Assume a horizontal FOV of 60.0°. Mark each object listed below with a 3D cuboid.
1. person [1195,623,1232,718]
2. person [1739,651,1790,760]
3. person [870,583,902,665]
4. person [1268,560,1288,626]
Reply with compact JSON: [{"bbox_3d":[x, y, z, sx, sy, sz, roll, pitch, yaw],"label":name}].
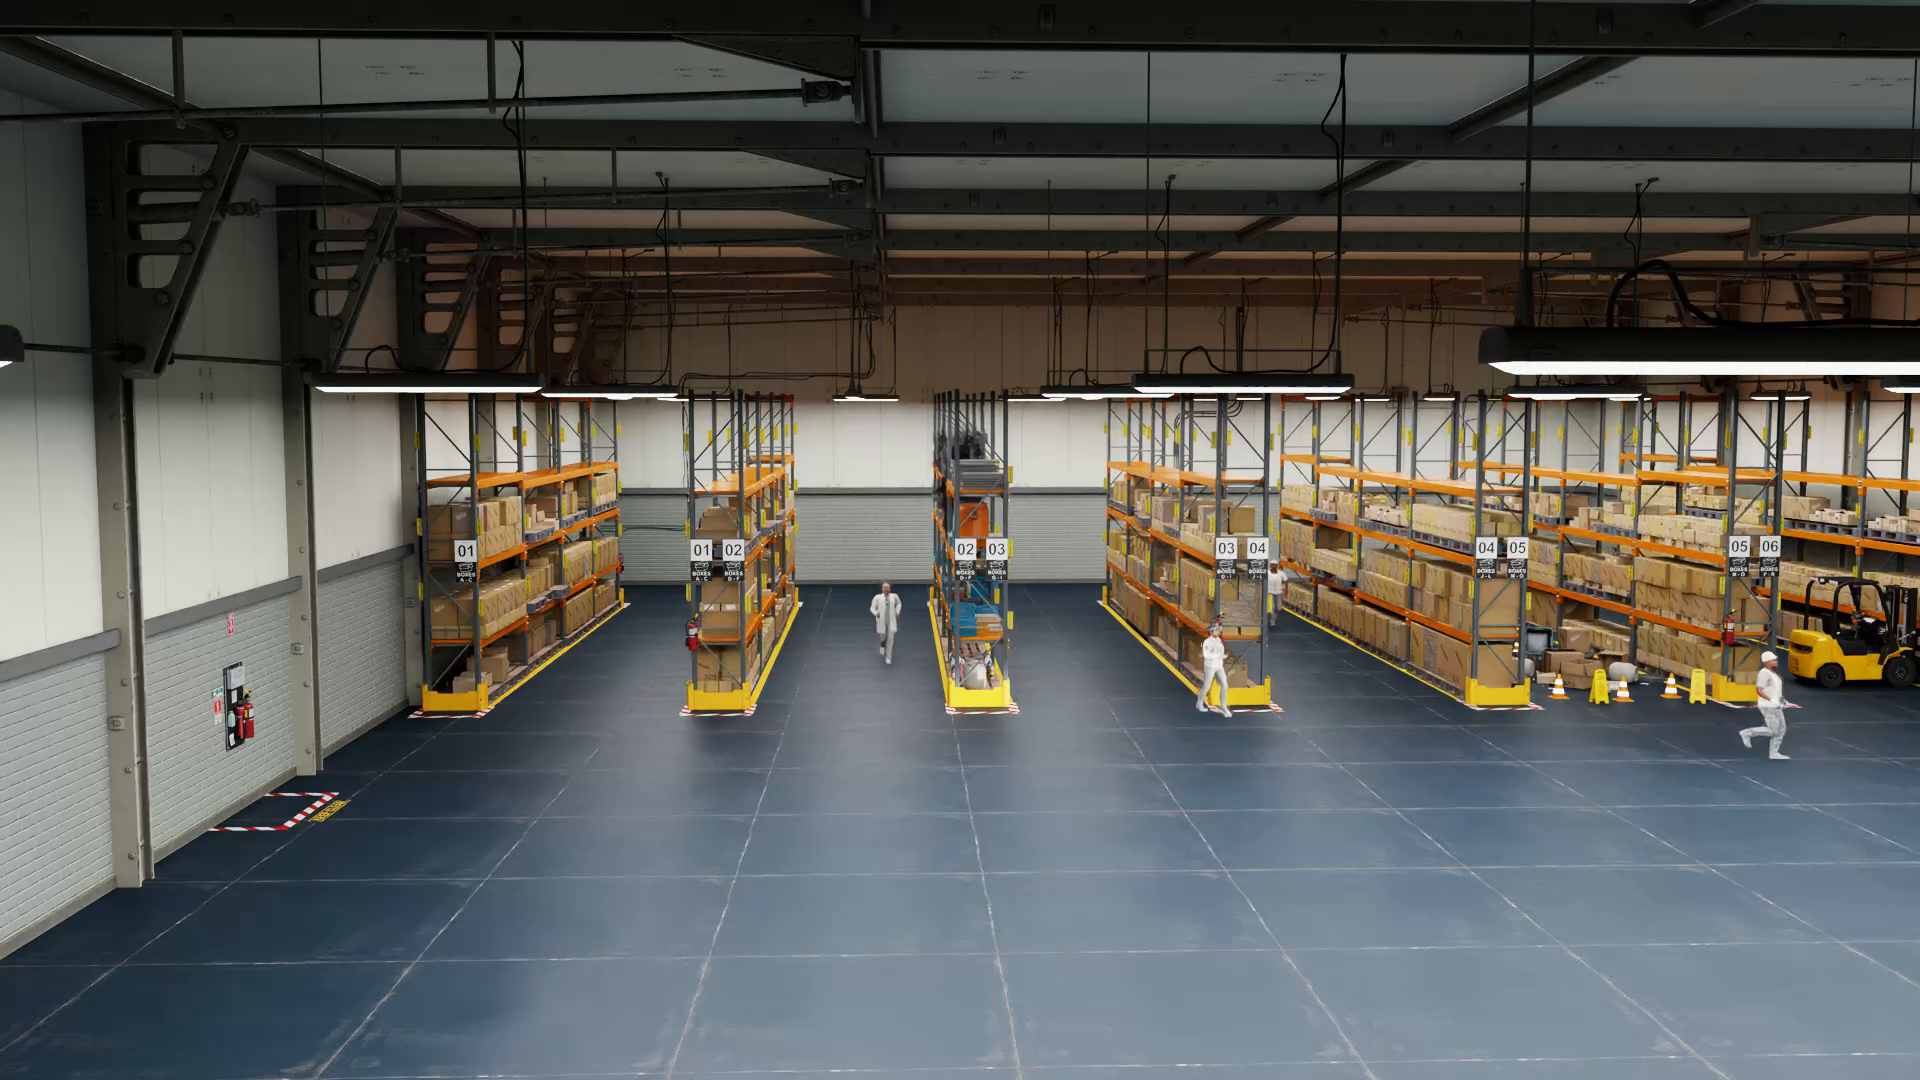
[{"bbox_3d":[4.649,2.378,30.558,0.611,1.747,0.729,-4,6,-38],"label":"person"},{"bbox_3d":[13.036,2.670,26.870,0.746,1.751,0.692,3,6,37],"label":"person"},{"bbox_3d":[-1.636,1.836,37.032,0.710,1.776,0.944,-1,5,-8],"label":"person"},{"bbox_3d":[8.101,1.359,42.967,0.747,1.722,0.616,0,5,0],"label":"person"}]
